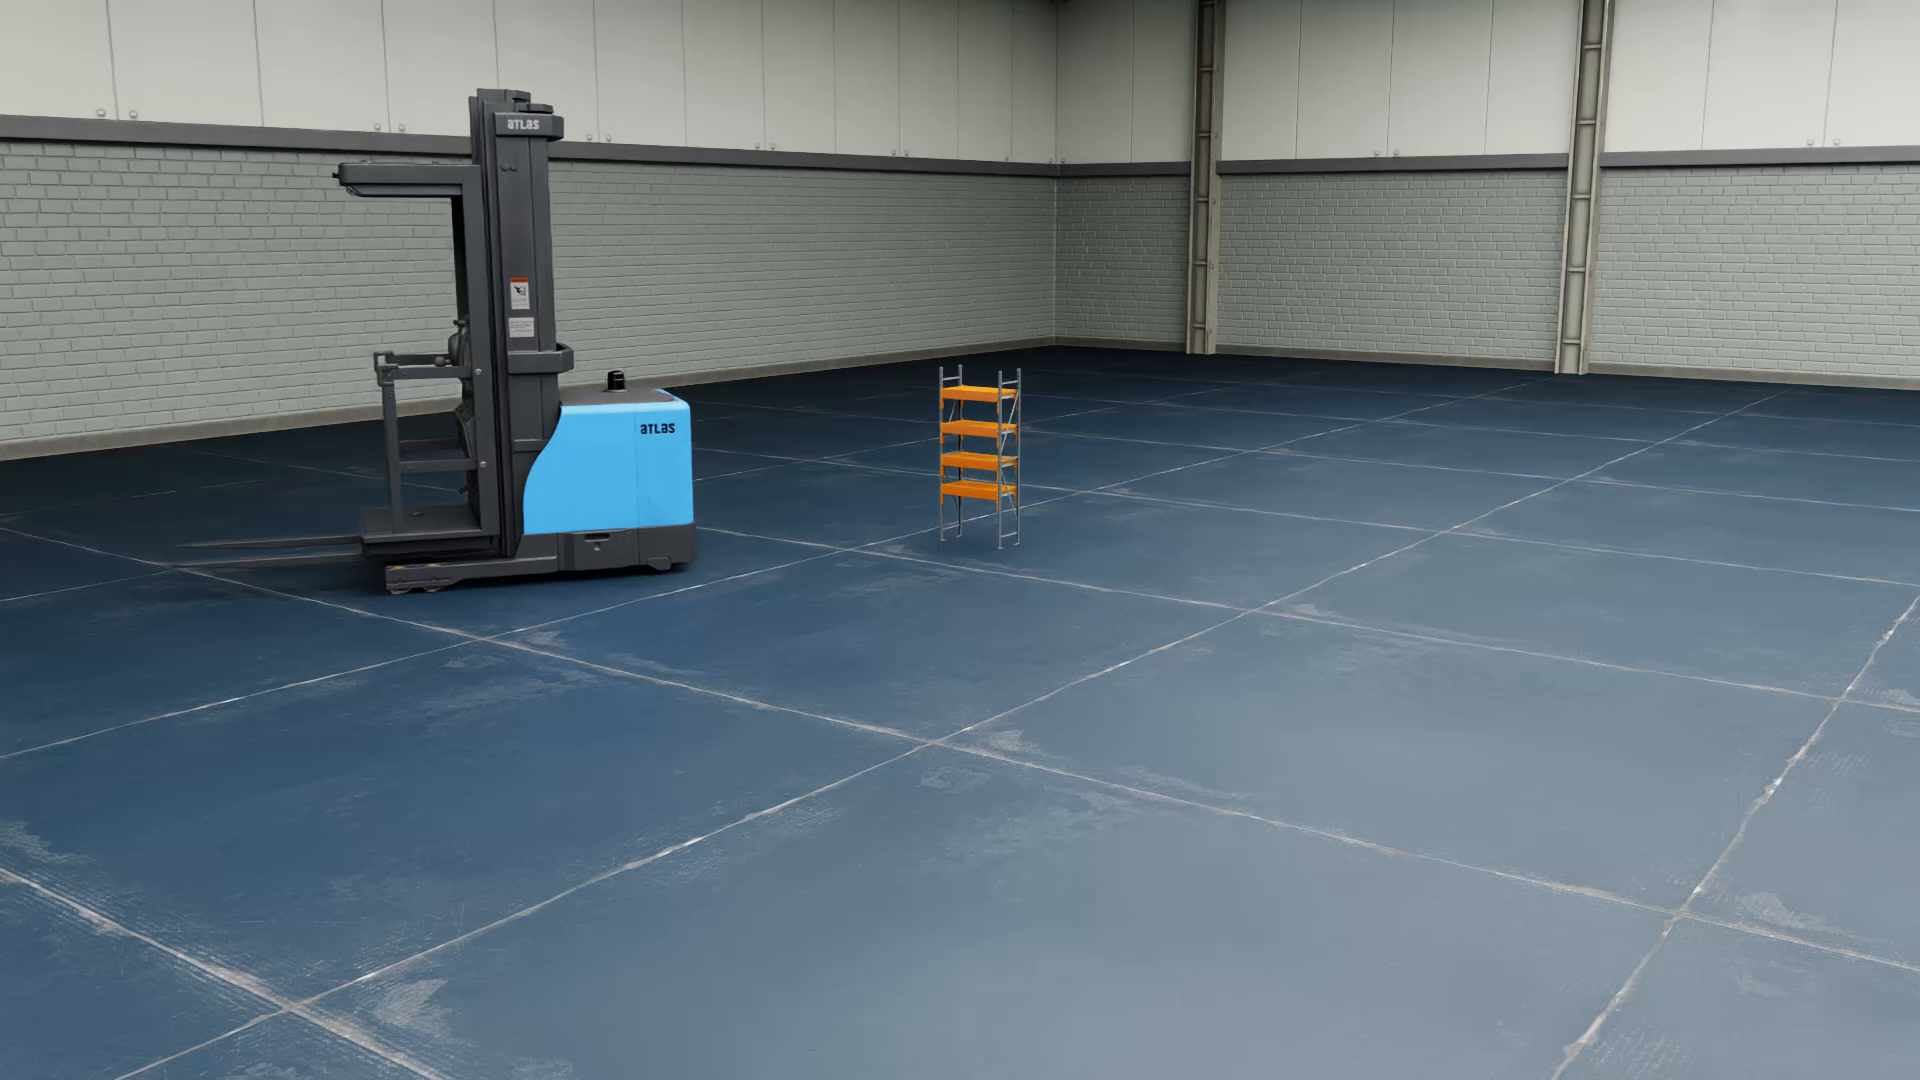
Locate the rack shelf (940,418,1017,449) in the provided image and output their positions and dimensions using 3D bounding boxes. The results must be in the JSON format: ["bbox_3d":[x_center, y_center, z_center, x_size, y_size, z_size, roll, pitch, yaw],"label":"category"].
[{"bbox_3d":[0.133,-0.724,11.290,0.480,0.148,0.258,8,13,36],"label":"rack shelf"}]

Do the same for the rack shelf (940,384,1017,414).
[{"bbox_3d":[0.133,-0.956,11.245,0.480,0.148,0.258,8,13,36],"label":"rack shelf"}]

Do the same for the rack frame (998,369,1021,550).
[{"bbox_3d":[0.330,-0.543,11.178,0.015,1.200,0.240,8,13,36],"label":"rack frame"}]

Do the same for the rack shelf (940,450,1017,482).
[{"bbox_3d":[0.133,-0.504,11.332,0.480,0.148,0.258,8,13,36],"label":"rack shelf"}]

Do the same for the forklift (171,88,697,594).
[{"bbox_3d":[-3.240,-1.230,10.170,3.031,2.935,1.130,-4,12,-20],"label":"forklift"}]

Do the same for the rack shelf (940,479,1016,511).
[{"bbox_3d":[0.133,-0.309,11.370,0.480,0.148,0.258,8,13,36],"label":"rack shelf"}]

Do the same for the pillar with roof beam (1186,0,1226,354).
[{"bbox_3d":[1.436,-6.845,23.219,0.400,9.000,9.100,8,13,36],"label":"pillar with roof beam"}]

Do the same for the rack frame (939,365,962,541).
[{"bbox_3d":[-0.063,-0.598,11.461,0.015,1.200,0.240,8,13,36],"label":"rack frame"}]

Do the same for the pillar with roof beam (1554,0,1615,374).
[{"bbox_3d":[6.272,-6.170,19.732,0.400,9.000,9.100,8,13,36],"label":"pillar with roof beam"}]

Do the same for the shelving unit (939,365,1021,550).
[{"bbox_3d":[0.133,-0.570,11.320,0.503,1.200,0.258,8,13,36],"label":"shelving unit"}]
